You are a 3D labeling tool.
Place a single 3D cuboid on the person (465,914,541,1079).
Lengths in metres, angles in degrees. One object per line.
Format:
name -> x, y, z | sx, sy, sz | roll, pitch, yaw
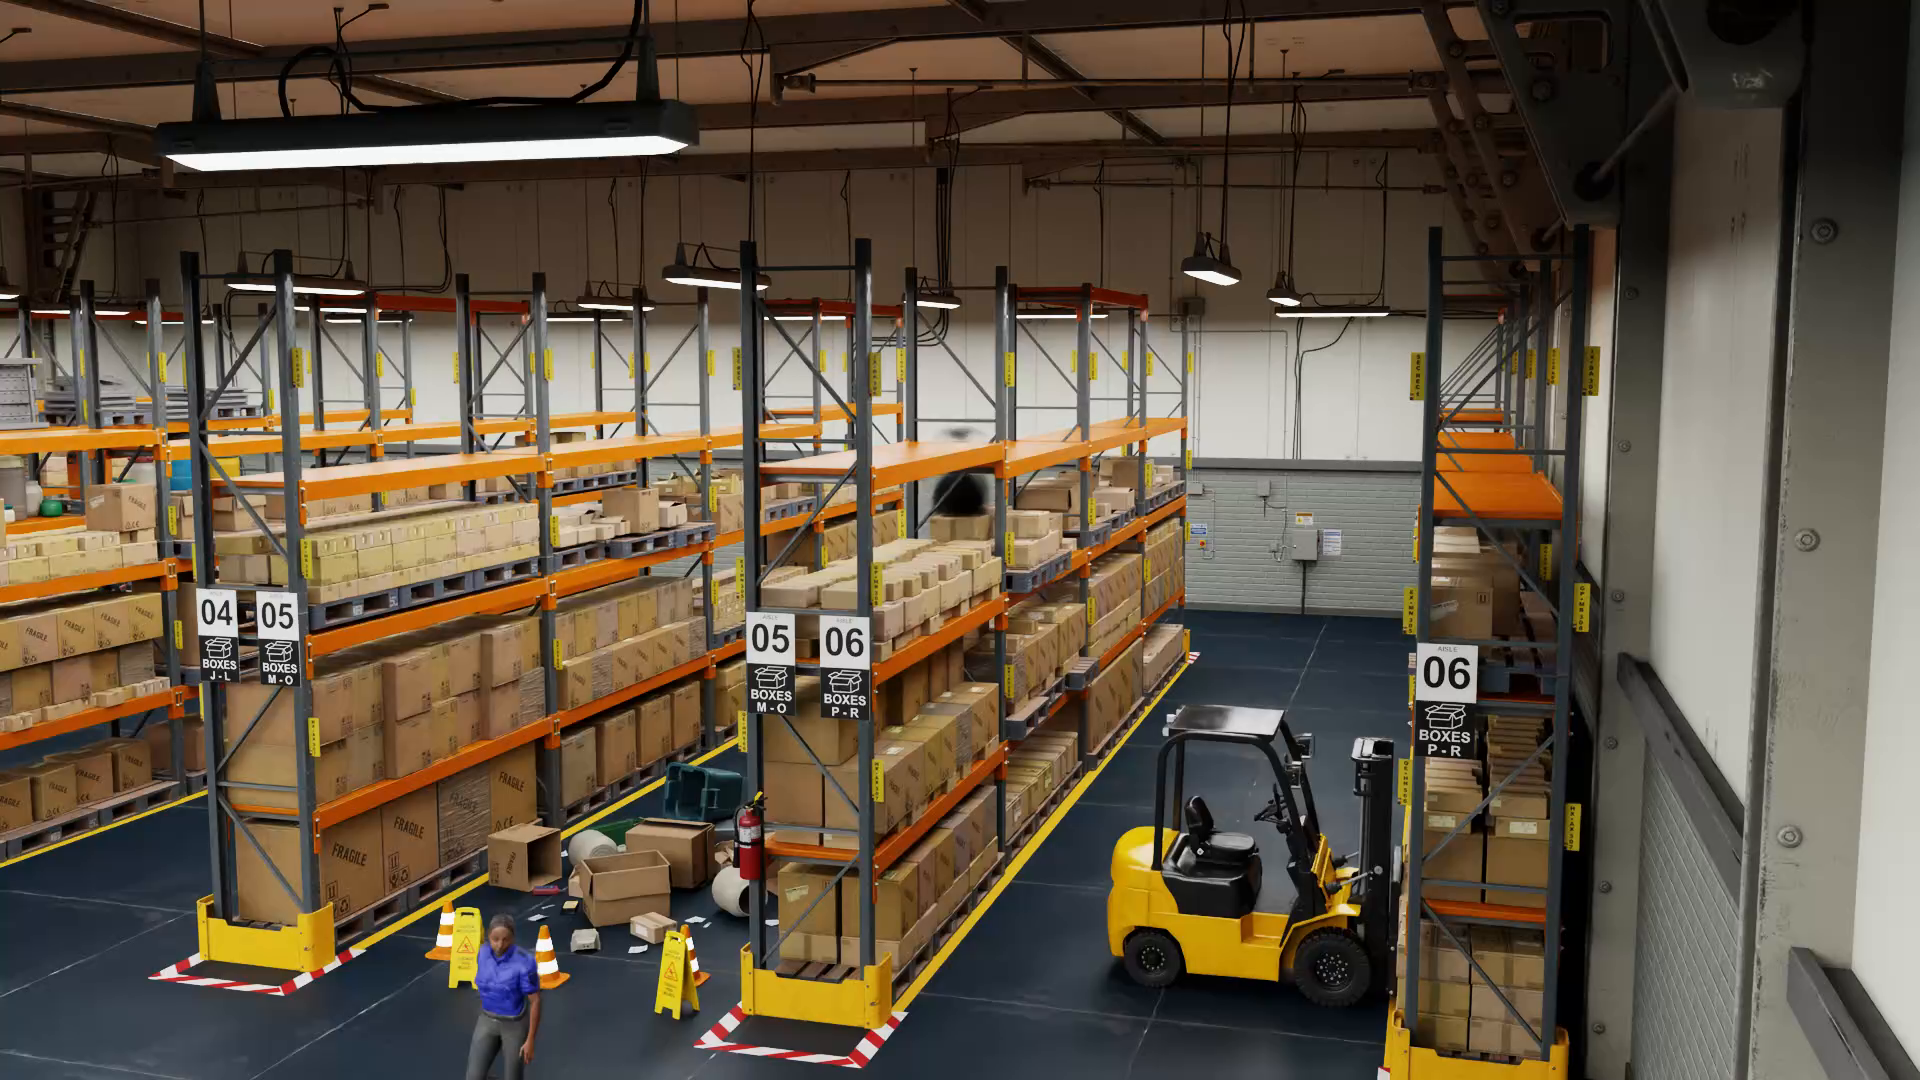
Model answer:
person -> -2.967, 3.167, 10.836 | 0.613, 1.627, 0.530 | 1, 7, 12
